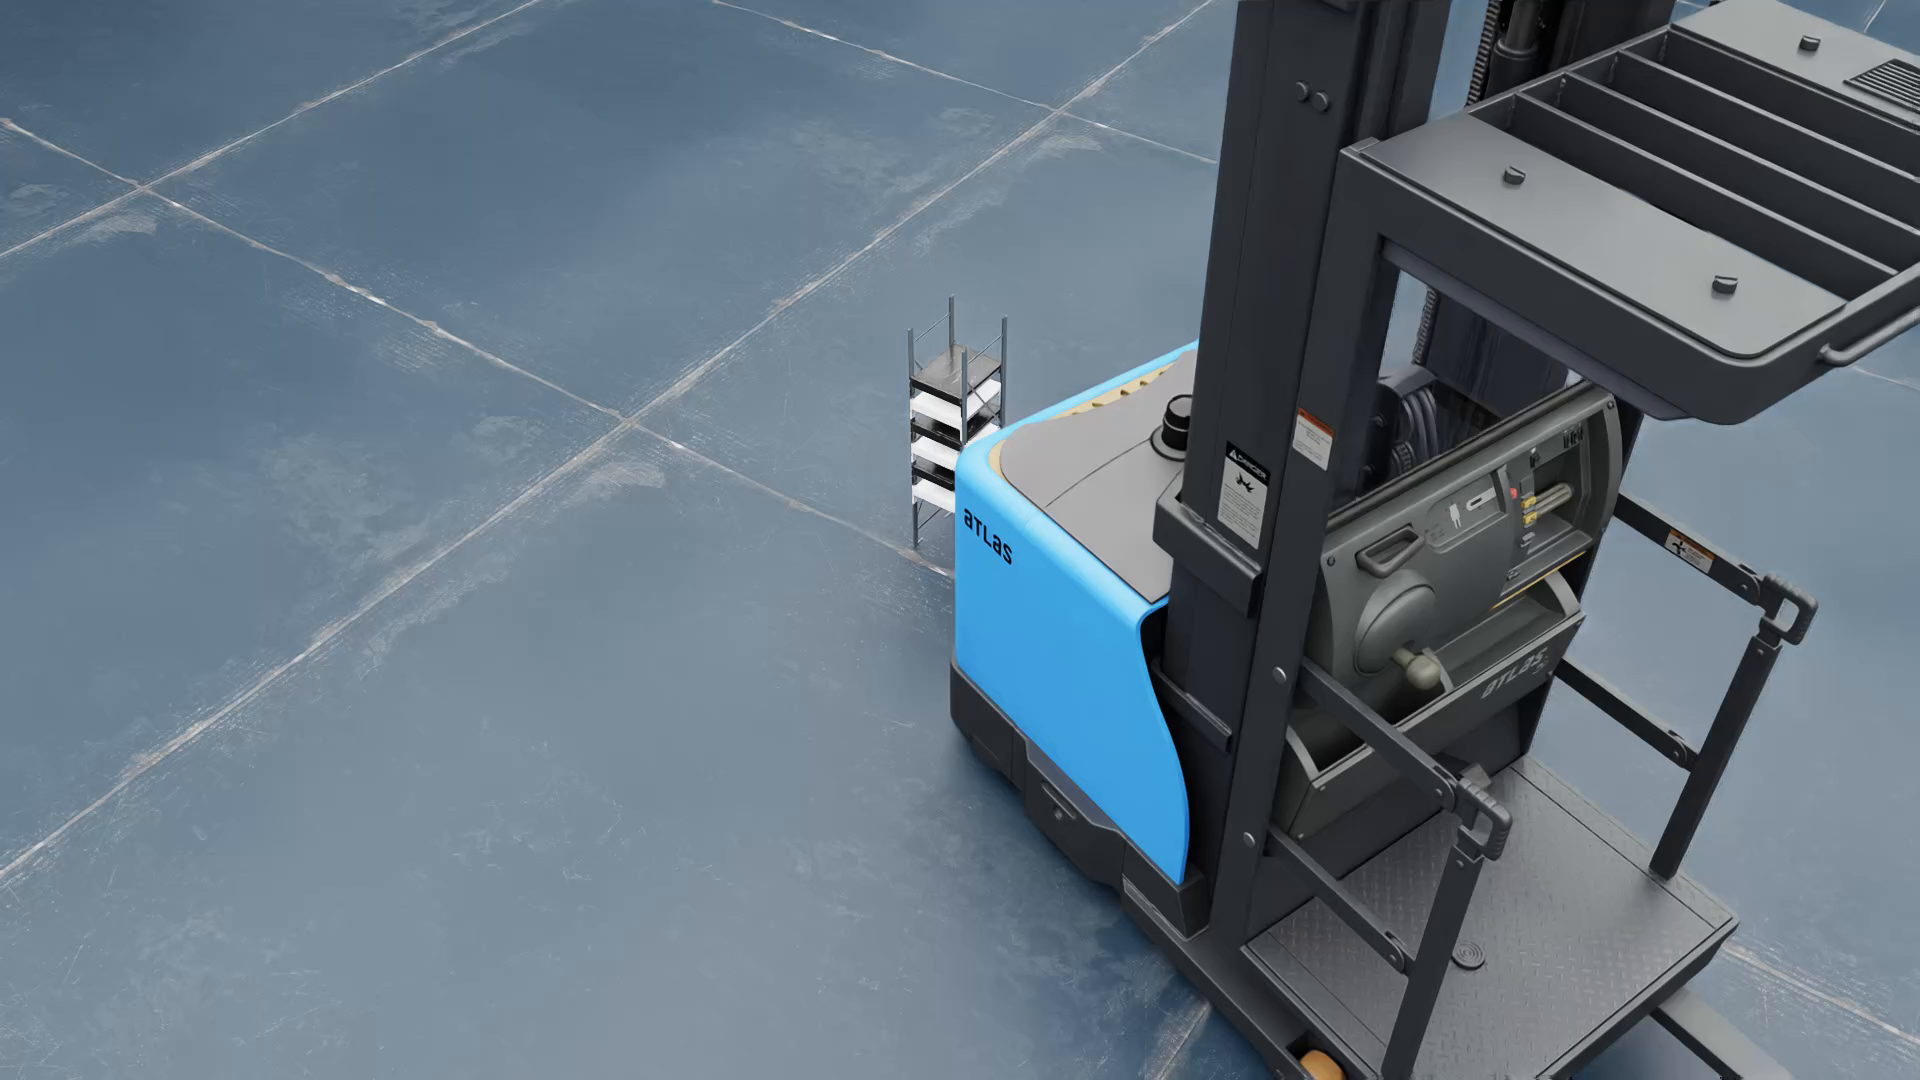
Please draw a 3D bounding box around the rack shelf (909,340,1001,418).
[{"bbox_3d":[-0.007,-0.515,5.296,0.200,0.077,0.258,25,48,25],"label":"rack shelf"}]

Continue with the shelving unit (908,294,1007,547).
[{"bbox_3d":[-0.007,-0.338,5.453,0.210,0.900,0.258,25,48,25],"label":"shelving unit"}]

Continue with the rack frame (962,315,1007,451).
[{"bbox_3d":[0.077,-0.300,5.410,0.006,0.900,0.240,25,48,25],"label":"rack frame"}]

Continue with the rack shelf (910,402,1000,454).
[{"bbox_3d":[-0.007,-0.381,5.416,0.200,0.077,0.258,25,48,25],"label":"rack shelf"}]

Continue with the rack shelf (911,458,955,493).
[{"bbox_3d":[-0.007,-0.247,5.536,0.200,0.077,0.258,25,48,25],"label":"rack shelf"}]

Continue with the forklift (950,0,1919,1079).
[{"bbox_3d":[1.243,0.075,3.468,1.130,2.935,3.031,-26,48,-26],"label":"forklift"}]

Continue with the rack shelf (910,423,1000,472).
[{"bbox_3d":[-0.007,-0.314,5.476,0.200,0.077,0.258,25,48,25],"label":"rack shelf"}]

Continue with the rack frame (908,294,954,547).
[{"bbox_3d":[-0.090,-0.377,5.497,0.006,0.900,0.240,25,48,25],"label":"rack frame"}]

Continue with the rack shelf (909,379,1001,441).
[{"bbox_3d":[-0.007,-0.448,5.356,0.200,0.077,0.258,25,48,25],"label":"rack shelf"}]

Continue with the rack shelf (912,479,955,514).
[{"bbox_3d":[-0.007,-0.179,5.596,0.200,0.077,0.258,25,48,25],"label":"rack shelf"}]
